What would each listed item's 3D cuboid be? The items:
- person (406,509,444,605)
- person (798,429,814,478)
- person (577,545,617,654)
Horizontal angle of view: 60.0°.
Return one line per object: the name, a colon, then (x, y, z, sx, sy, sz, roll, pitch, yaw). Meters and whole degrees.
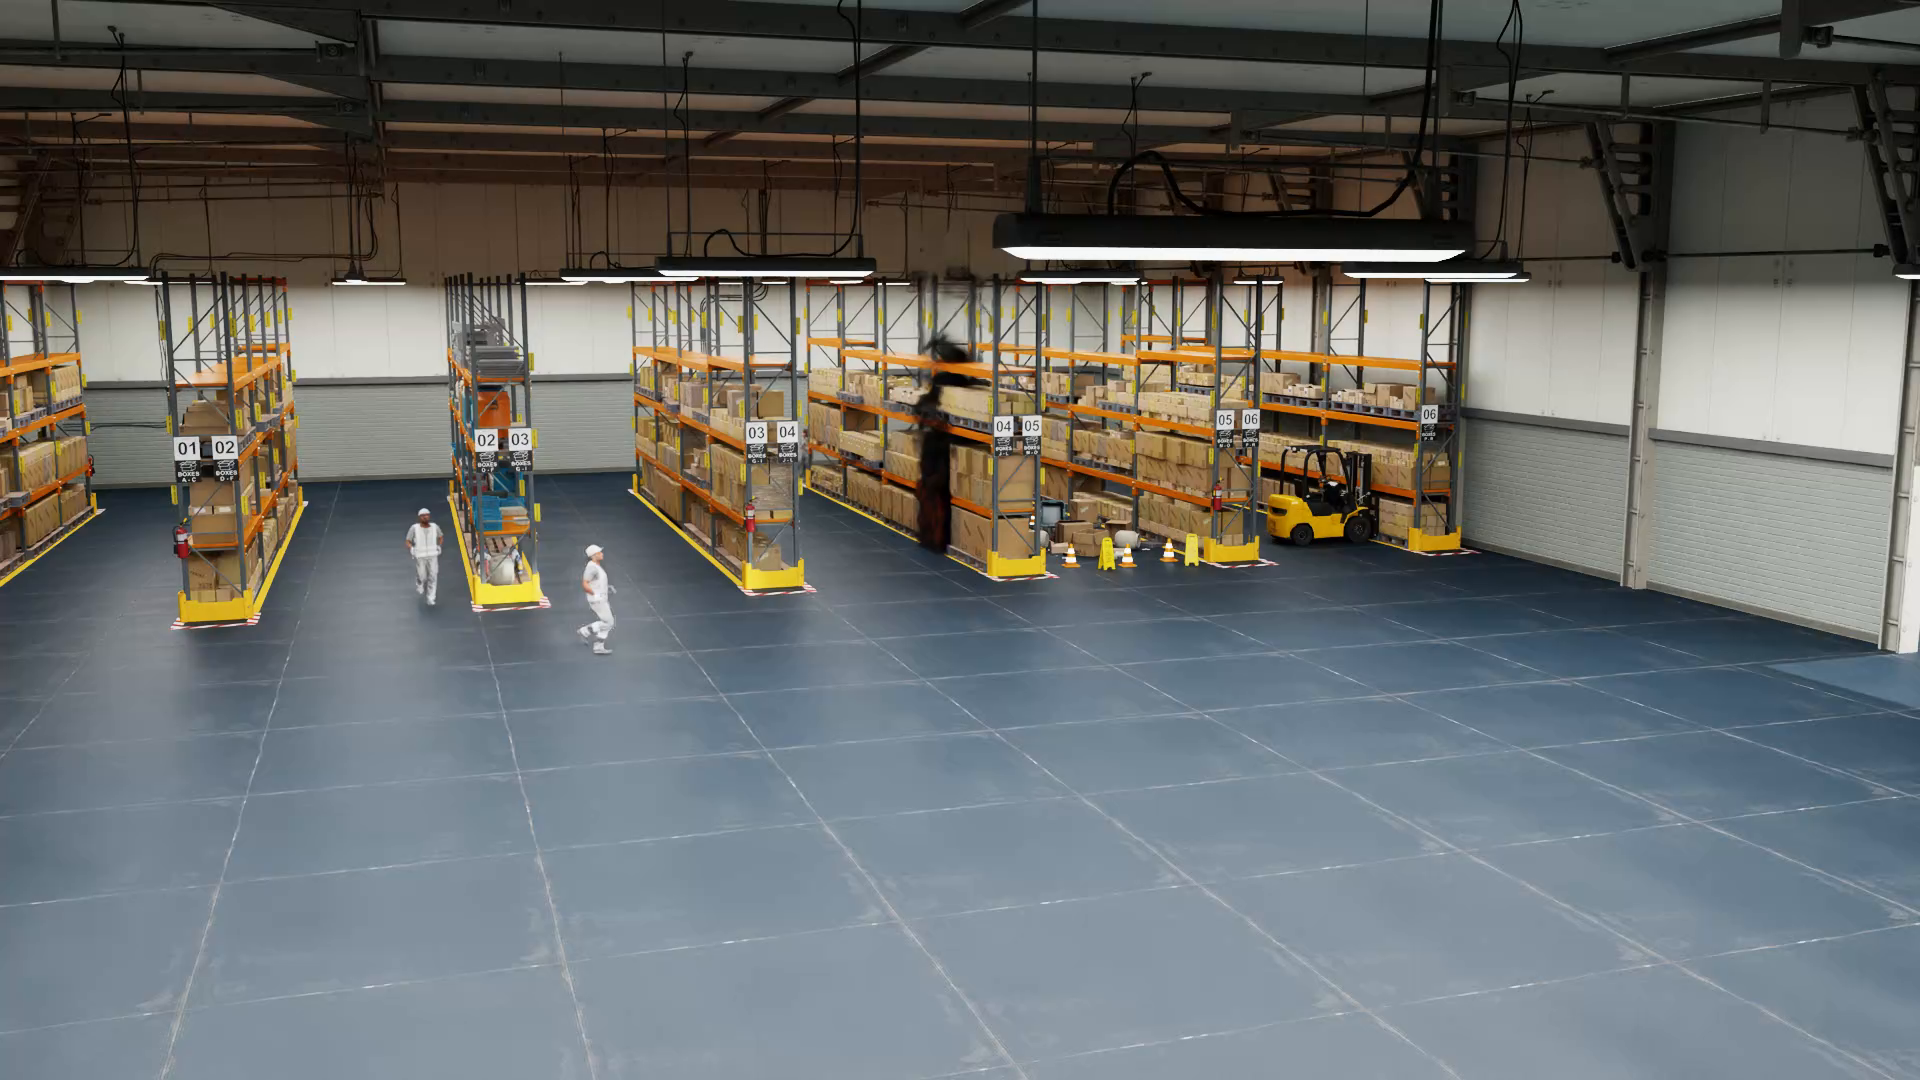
person: (-9.751, 0.292, 30.393, 0.677, 1.731, 0.756, -4, 10, -26)
person: (-4.527, -2.458, 49.477, 0.785, 1.521, 0.555, -5, 10, -32)
person: (-5.722, 0.937, 26.150, 0.601, 1.738, 0.657, 0, 9, -3)
